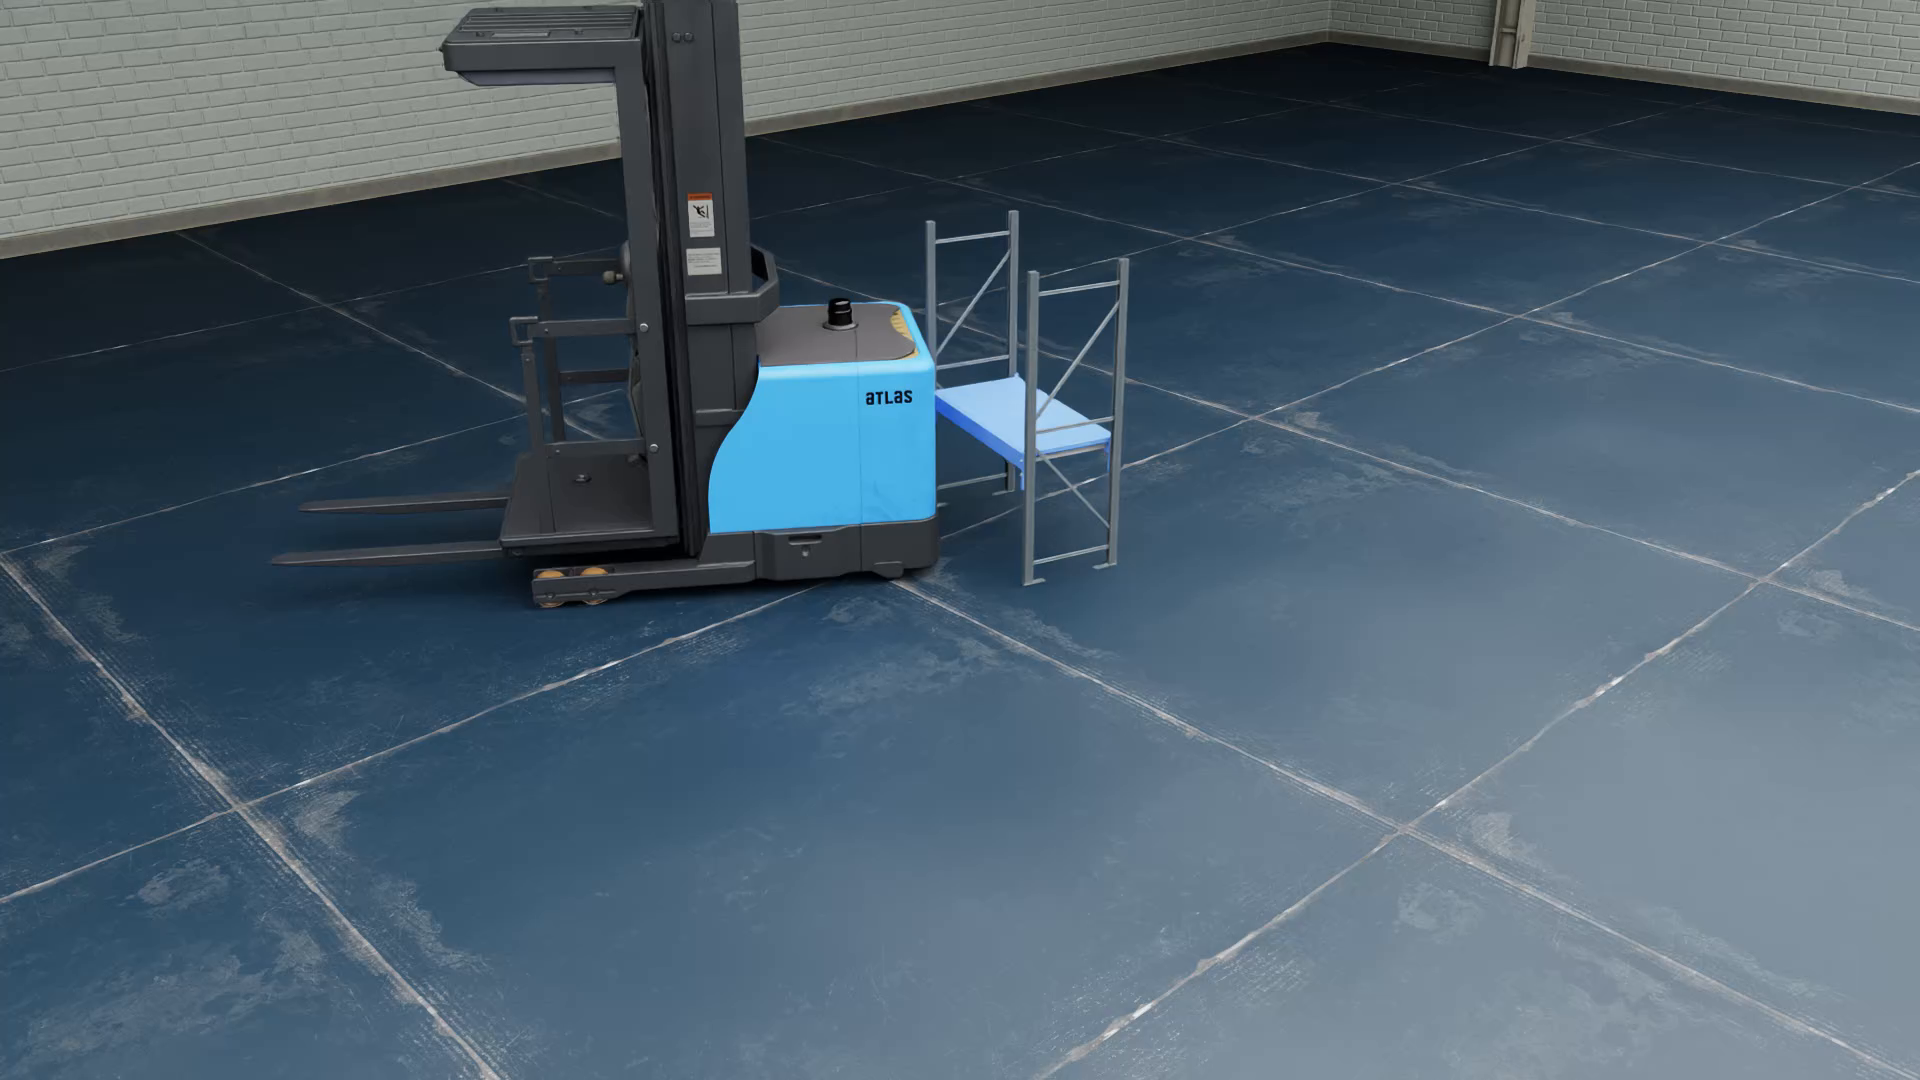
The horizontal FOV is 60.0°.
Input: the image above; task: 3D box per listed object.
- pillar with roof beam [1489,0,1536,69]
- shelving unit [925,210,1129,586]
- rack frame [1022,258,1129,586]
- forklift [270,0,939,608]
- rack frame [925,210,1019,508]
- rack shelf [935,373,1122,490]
[{"bbox_3d":[4.110,-9.149,17.464,9.100,9.000,0.400,-21,32,-38],"label":"pillar with roof beam"},{"bbox_3d":[0.290,-0.706,7.991,0.538,1.500,1.048,-12,27,-24],"label":"shelving unit"},{"bbox_3d":[0.520,-0.518,7.578,0.500,1.500,0.032,-12,27,-24],"label":"rack frame"},{"bbox_3d":[-1.664,-1.261,7.483,3.031,2.935,1.130,-4,25,-8],"label":"forklift"},{"bbox_3d":[0.059,-0.894,8.403,0.500,1.500,0.032,-12,27,-24],"label":"rack frame"},{"bbox_3d":[0.290,-0.542,8.065,0.538,0.185,1.000,-12,27,-24],"label":"rack shelf"}]
